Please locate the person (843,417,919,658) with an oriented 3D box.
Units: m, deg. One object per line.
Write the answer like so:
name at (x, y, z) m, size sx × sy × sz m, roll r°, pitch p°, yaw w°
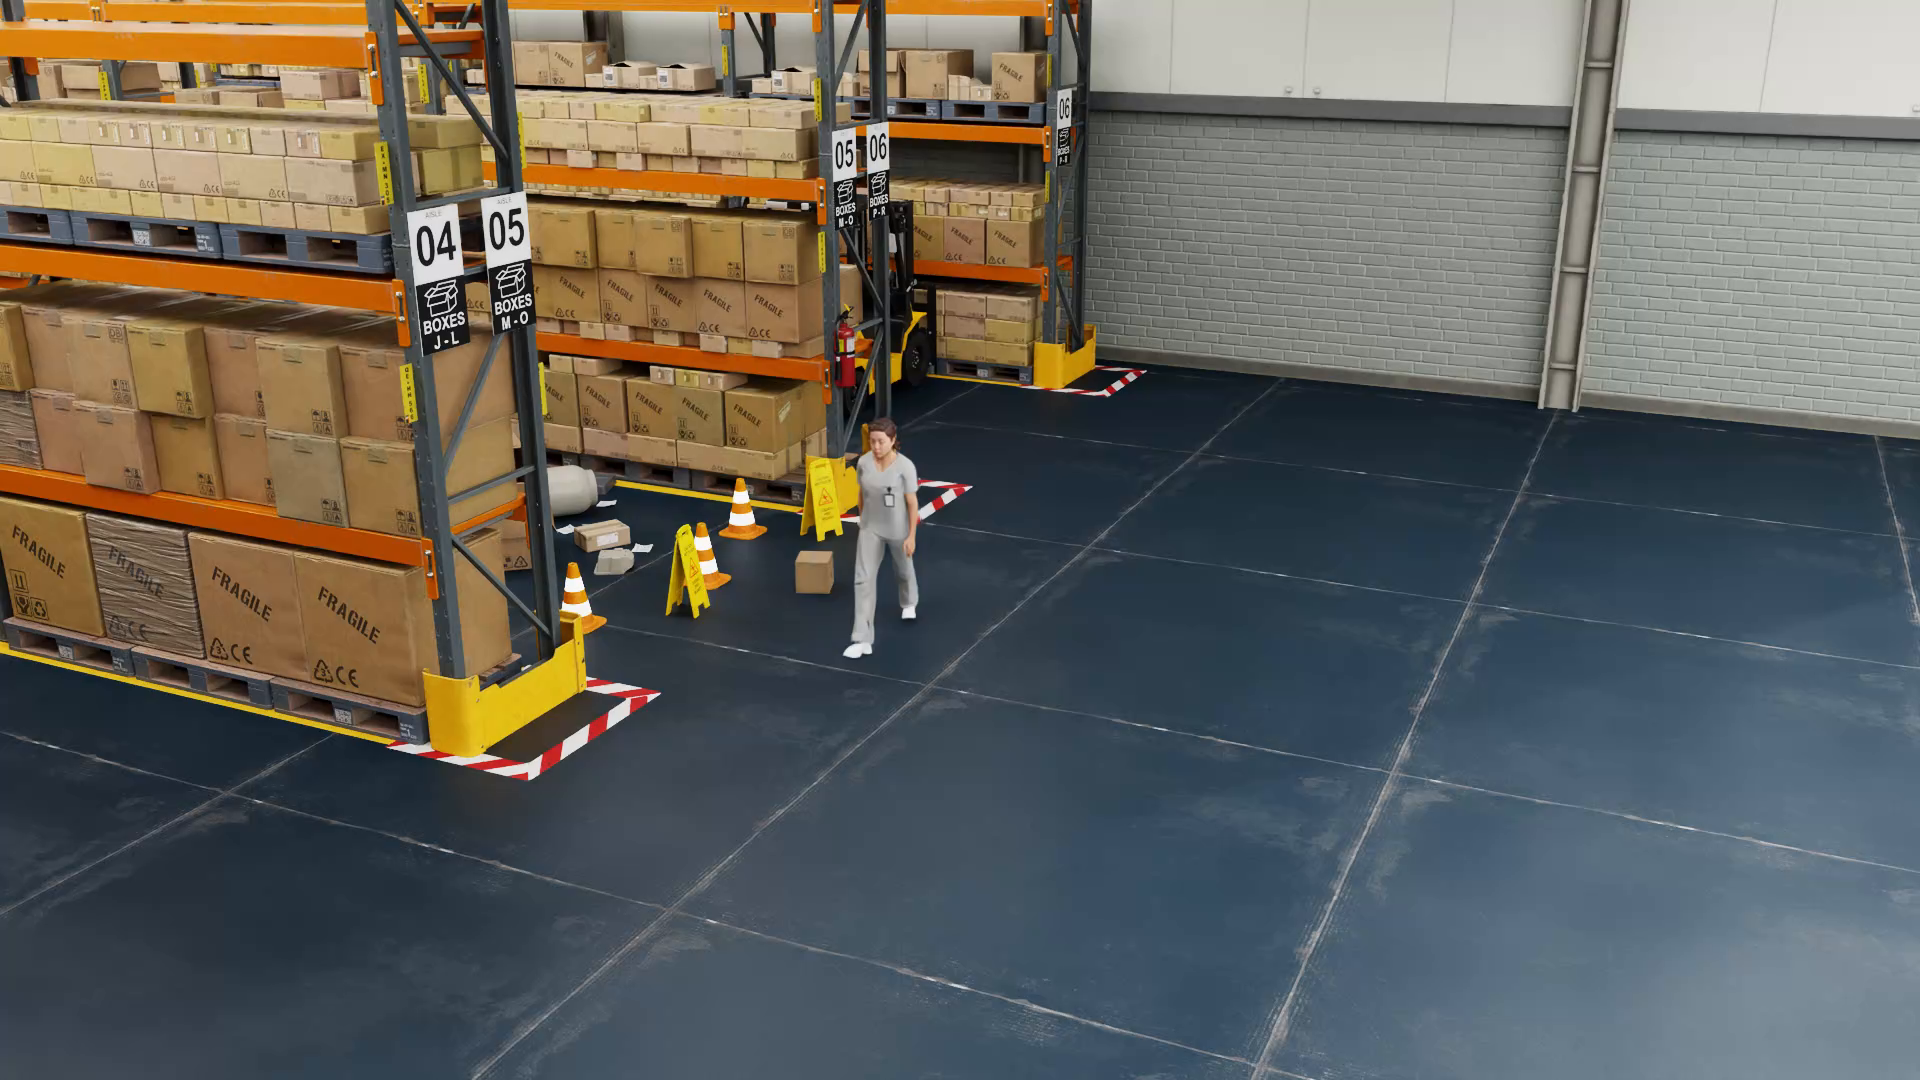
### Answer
person at (-0.494, -0.072, 11.322) m, size 0.448 × 1.600 × 1.097 m, roll 4°, pitch 19°, yaw 10°
